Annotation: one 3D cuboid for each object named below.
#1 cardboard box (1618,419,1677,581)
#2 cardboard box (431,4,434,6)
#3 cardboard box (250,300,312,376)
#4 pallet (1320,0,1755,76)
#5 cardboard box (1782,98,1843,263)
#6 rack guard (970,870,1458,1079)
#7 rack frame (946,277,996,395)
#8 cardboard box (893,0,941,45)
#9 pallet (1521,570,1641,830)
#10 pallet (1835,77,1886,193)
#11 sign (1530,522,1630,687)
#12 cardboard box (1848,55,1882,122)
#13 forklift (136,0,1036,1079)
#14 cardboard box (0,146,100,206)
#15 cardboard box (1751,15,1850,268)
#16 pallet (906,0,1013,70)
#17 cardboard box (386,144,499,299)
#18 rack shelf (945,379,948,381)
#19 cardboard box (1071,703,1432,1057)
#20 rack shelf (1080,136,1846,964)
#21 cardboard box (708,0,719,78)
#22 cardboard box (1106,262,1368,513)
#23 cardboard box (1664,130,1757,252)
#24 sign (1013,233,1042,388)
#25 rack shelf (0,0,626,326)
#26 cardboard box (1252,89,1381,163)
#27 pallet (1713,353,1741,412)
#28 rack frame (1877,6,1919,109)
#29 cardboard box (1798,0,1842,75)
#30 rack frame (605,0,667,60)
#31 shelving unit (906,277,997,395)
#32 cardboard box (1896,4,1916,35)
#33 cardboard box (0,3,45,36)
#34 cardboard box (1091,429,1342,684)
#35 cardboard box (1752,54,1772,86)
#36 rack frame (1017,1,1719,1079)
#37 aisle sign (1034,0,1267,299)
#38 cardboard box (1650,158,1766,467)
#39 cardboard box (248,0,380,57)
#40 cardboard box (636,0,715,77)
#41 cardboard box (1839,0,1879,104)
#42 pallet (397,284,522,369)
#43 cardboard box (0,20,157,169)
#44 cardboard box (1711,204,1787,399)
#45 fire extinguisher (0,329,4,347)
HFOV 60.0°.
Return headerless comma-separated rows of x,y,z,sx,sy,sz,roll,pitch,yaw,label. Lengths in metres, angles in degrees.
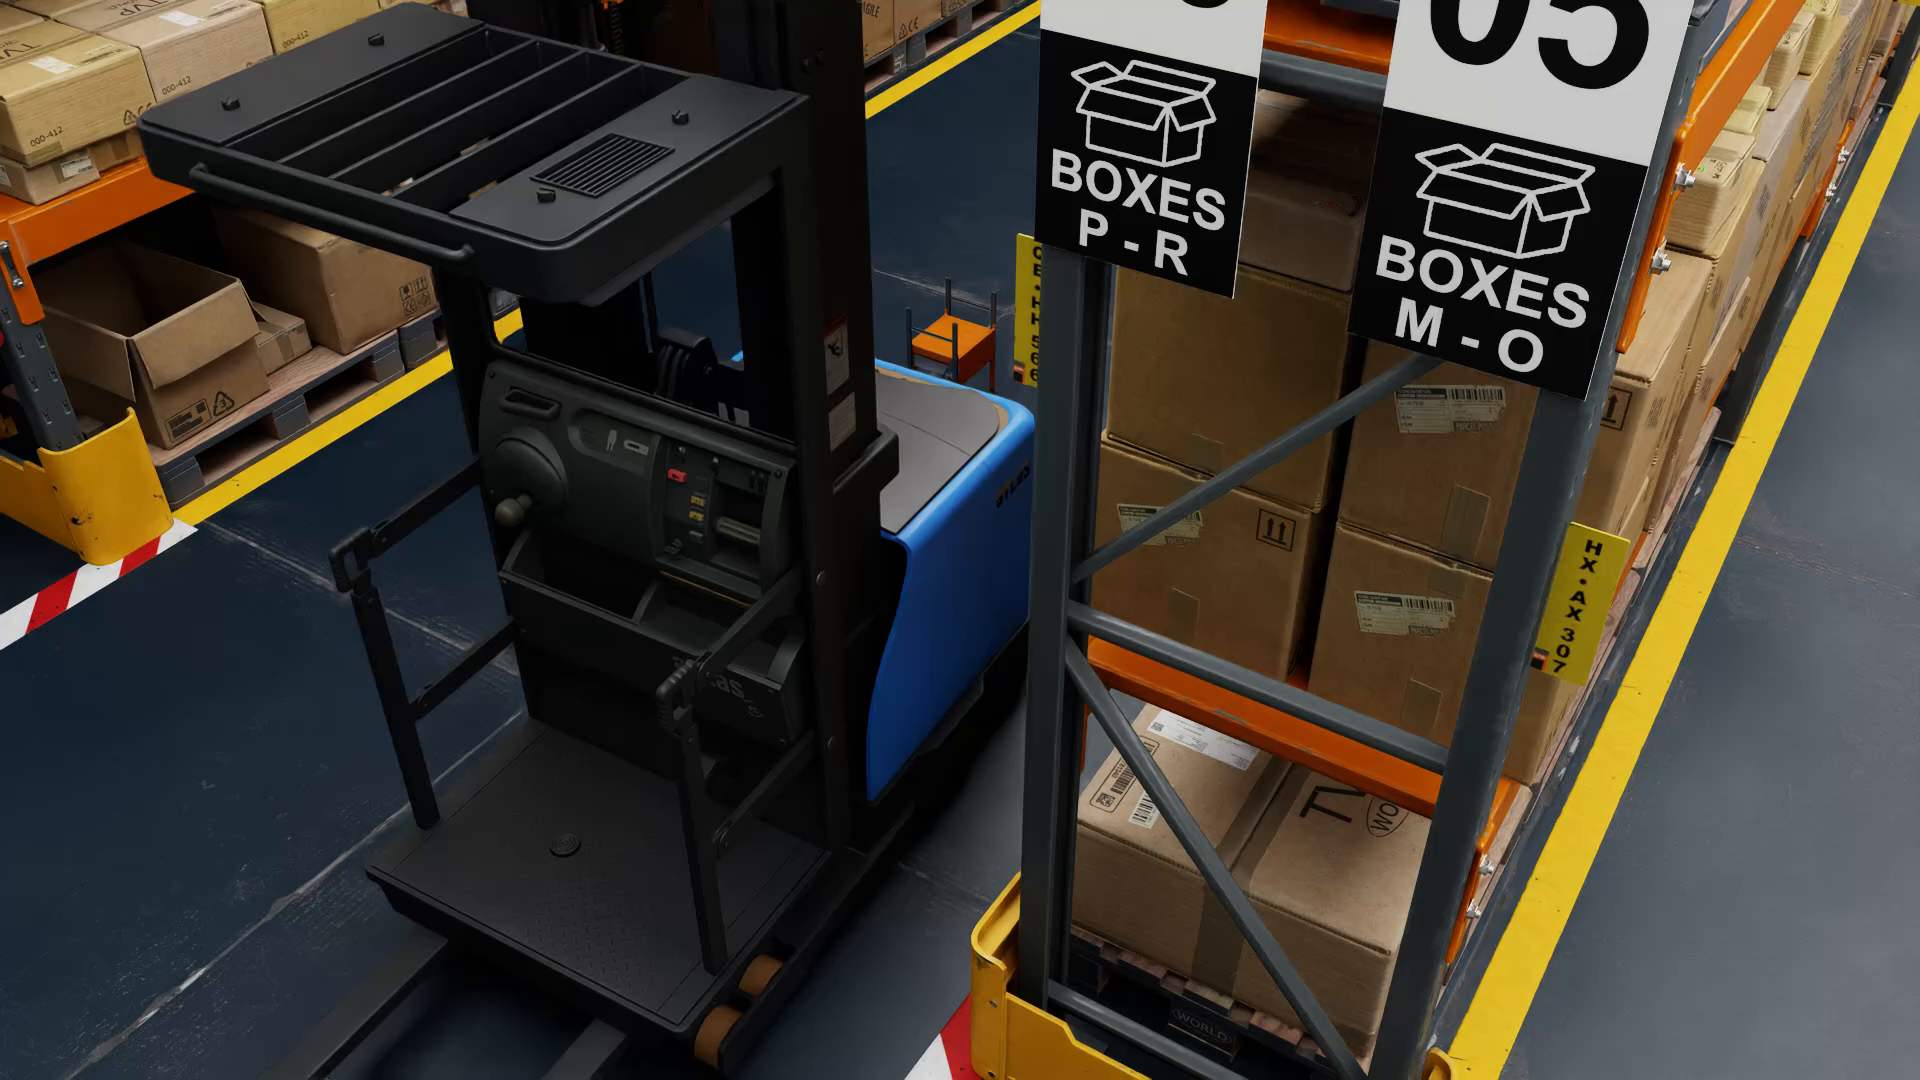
1.348,-0.159,3.917,0.500,0.500,0.500,21,42,25,cardboard box
-2.328,-2.088,6.707,0.380,0.149,0.250,22,43,26,cardboard box
-2.924,-0.845,6.881,0.380,0.149,0.250,19,42,23,cardboard box
0.990,-1.234,3.010,1.003,0.211,1.213,21,42,25,pallet
2.441,-1.208,5.278,0.500,0.500,0.500,20,42,24,cardboard box
0.588,1.307,4.146,1.175,0.500,0.348,21,42,25,rack guard
0.037,-0.451,5.975,0.200,1.050,0.008,21,42,25,rack frame
-0.452,-3.265,9.732,0.500,0.500,0.500,20,42,24,cardboard box
1.618,0.344,5.630,1.003,0.211,1.213,21,42,25,pallet
4.401,-2.334,9.104,1.003,0.211,1.213,21,42,25,pallet
1.067,0.115,2.870,0.100,0.325,0.005,21,42,25,sign
3.203,-1.839,6.301,0.500,0.250,0.500,20,42,24,cardboard box
-0.921,-0.078,3.950,1.130,2.935,3.031,19,42,23,forklift
-3.184,-1.298,5.682,0.380,0.149,0.250,21,42,25,cardboard box
1.906,-1.080,4.293,0.500,0.500,0.500,21,42,25,cardboard box
-0.392,-3.338,10.408,1.003,0.211,1.213,21,42,25,pallet
-2.326,-1.446,7.372,0.500,0.500,0.500,22,43,26,cardboard box
-0.029,-0.380,5.900,0.215,0.259,0.240,21,42,25,rack shelf
0.870,0.780,4.536,0.875,0.438,0.875,20,42,24,cardboard box
1.673,-0.442,4.956,1.077,0.370,4.000,21,42,25,rack shelf
-1.000,-2.732,9.040,0.500,0.500,0.500,23,43,27,cardboard box
0.659,-0.458,3.486,0.500,0.500,0.500,23,43,27,cardboard box
1.342,-0.736,3.315,0.380,0.149,0.250,23,43,26,cardboard box
0.151,-0.433,3.212,0.100,0.325,0.005,21,42,25,sign
-2.520,-2.064,7.059,1.077,0.370,4.000,21,42,25,rack shelf
0.740,-0.777,3.370,0.380,0.149,0.250,22,43,26,cardboard box
3.094,-1.076,7.473,1.003,0.211,1.213,21,42,25,pallet
4.887,-3.820,8.748,1.000,3.000,0.127,21,42,25,rack frame
1.892,-1.266,4.004,0.380,0.149,0.250,20,42,24,cardboard box
-1.449,-3.380,8.177,1.000,3.000,0.127,21,42,25,rack frame
-0.029,-0.388,5.894,0.215,1.050,0.252,21,42,25,shelving unit
3.767,-2.365,6.984,0.500,0.250,0.500,21,42,25,cardboard box
-3.570,-1.700,5.877,0.500,0.250,0.500,22,43,26,cardboard box
0.636,-0.071,3.803,0.500,0.500,0.500,21,42,25,cardboard box
1.564,-1.030,3.697,0.380,0.149,0.250,22,43,26,cardboard box
0.601,0.304,3.398,1.000,3.000,0.127,21,42,25,rack frame
0.301,-0.790,2.688,0.394,0.787,0.004,21,42,25,aisle sign
1.370,-0.554,3.611,0.500,0.500,0.500,20,42,24,cardboard box
-2.583,-2.044,6.324,0.500,0.250,0.500,20,42,24,cardboard box
-1.436,-2.906,9.266,0.500,0.500,0.500,21,42,25,cardboard box
2.446,-1.601,4.969,0.500,0.500,0.500,21,42,24,cardboard box
-2.470,-1.290,7.750,1.003,0.211,1.213,21,42,25,pallet
-3.121,-1.522,5.646,0.500,0.250,0.500,21,42,25,cardboard box
1.890,-0.679,4.592,0.500,0.500,0.500,23,43,27,cardboard box
-3.280,-0.912,5.345,0.296,0.674,0.183,21,42,25,fire extinguisher
